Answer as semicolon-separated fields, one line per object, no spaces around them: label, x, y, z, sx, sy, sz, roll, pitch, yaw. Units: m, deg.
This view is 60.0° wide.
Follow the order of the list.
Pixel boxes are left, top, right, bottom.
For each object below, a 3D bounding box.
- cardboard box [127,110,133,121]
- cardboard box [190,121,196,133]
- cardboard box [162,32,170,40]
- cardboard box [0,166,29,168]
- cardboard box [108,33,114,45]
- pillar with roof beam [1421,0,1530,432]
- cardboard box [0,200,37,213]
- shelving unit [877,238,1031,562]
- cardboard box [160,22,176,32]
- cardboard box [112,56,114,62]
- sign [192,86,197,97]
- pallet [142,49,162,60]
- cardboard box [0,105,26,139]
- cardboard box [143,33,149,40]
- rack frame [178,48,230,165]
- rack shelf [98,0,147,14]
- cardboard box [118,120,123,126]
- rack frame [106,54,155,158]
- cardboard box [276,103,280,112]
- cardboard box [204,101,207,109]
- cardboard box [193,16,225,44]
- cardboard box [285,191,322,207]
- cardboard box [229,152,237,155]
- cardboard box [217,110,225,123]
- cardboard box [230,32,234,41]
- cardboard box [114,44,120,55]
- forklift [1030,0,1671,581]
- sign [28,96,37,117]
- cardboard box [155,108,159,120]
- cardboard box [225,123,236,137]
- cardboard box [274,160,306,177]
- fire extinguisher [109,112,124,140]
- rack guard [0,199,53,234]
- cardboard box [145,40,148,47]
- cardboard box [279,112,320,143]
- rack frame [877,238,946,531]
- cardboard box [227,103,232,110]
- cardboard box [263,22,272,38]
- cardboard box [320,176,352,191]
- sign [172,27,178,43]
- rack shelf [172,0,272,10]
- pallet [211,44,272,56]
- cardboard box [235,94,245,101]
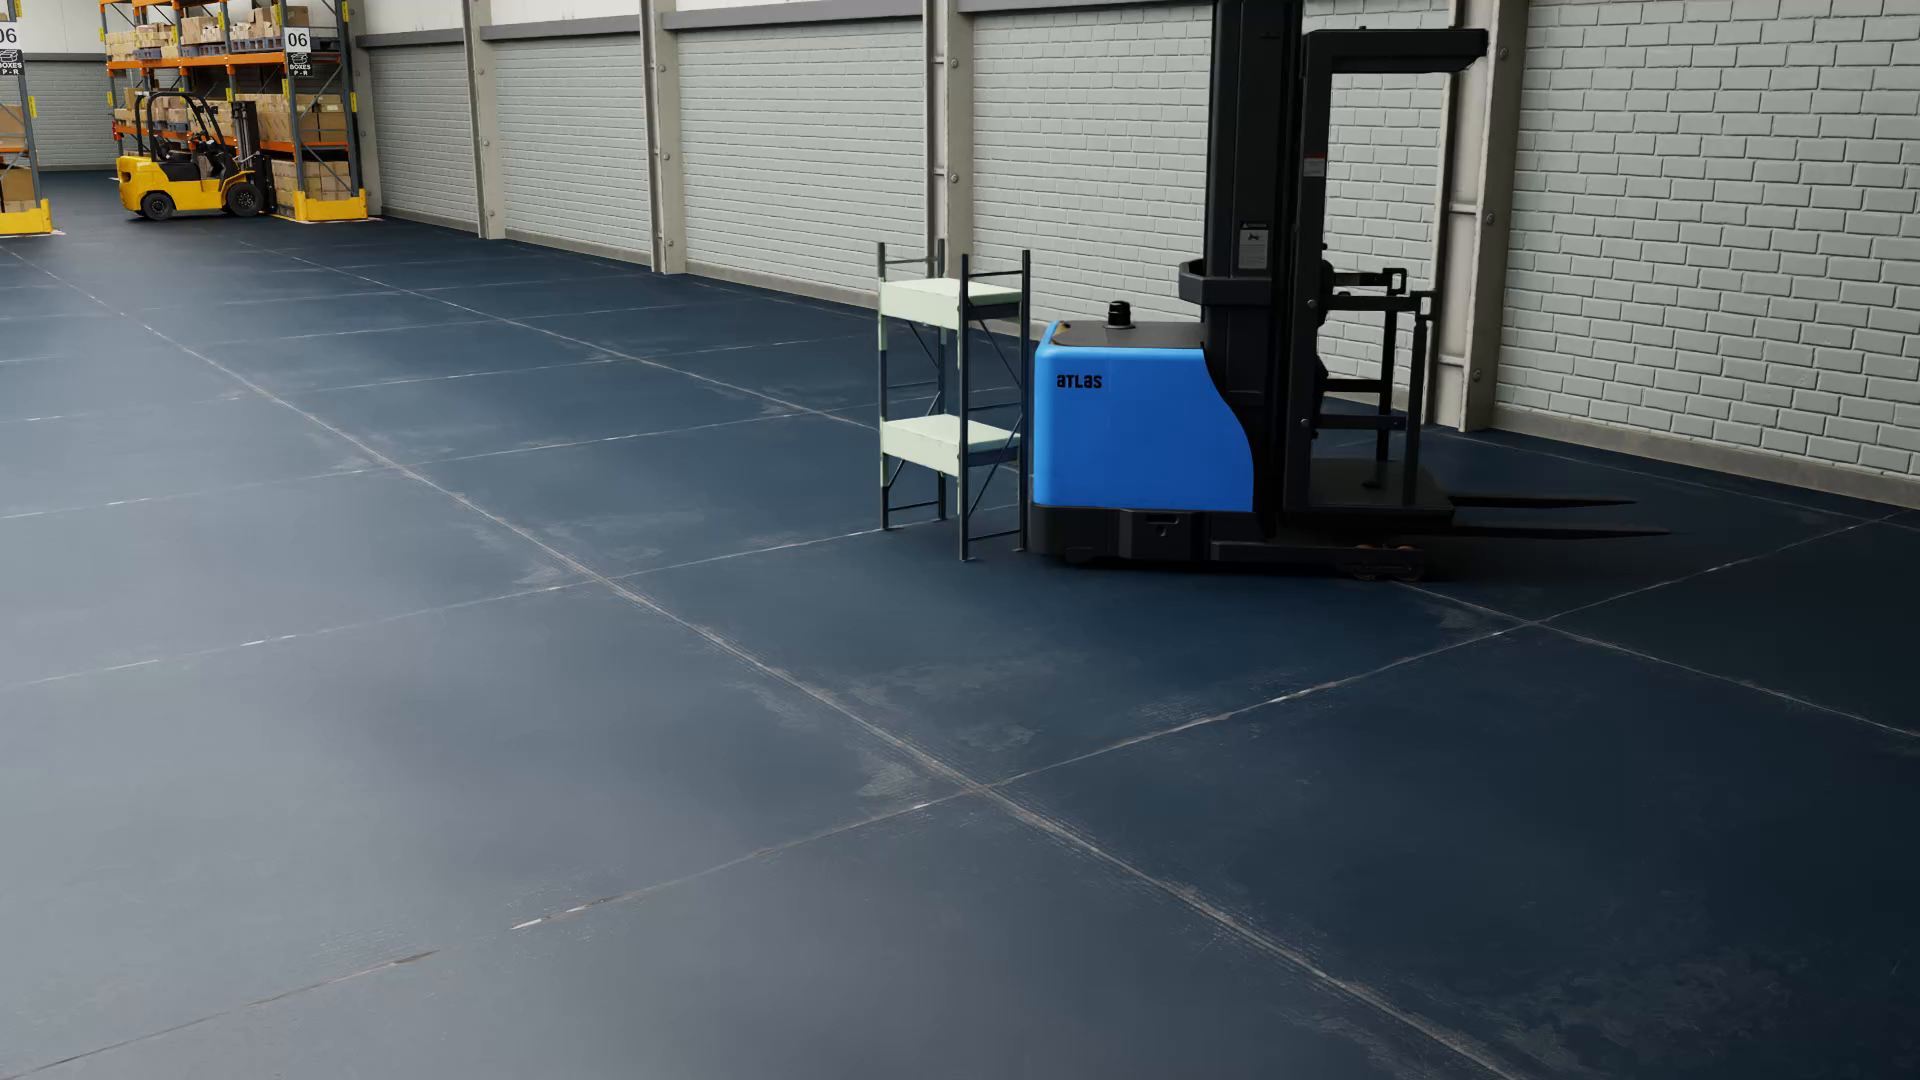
cardboard box;-19.456;-10.105;39.534;0.500;0.250;0.500;-11;19;-36
cardboard box;-15.653;-8.580;34.528;0.500;0.250;0.500;-11;19;-34
cardboard box;-16.770;-10.747;35.442;0.380;0.149;0.250;-11;19;-36
cardboard box;-15.601;-5.875;27.352;0.500;0.500;0.500;-12;19;-37
cardboard box;-20.078;-12.007;39.857;0.500;0.250;0.500;-11;19;-35
pillar with roof beam;-0.063;-4.466;7.848;9.100;9.000;0.400;-11;19;-35
cardboard box;-15.276;-5.397;27.027;0.500;0.250;0.500;-11;19;-35
shelving unit;-0.039;-0.725;8.384;0.431;1.500;0.755;-10;18;-33
cardboard box;-17.650;-11.453;37.201;0.396;0.266;0.258;-11;19;-35
cardboard box;-20.420;-11.715;40.491;0.380;0.149;0.250;-10;18;-33
sign;-17.621;-10.285;38.278;0.100;0.325;0.005;-11;19;-35
pallet;-17.129;-10.624;36.386;1.213;0.211;1.003;-11;19;-35
cardboard box;-15.079;-6.642;26.408;0.500;0.500;0.500;-11;19;-35
cardboard box;-17.745;-11.070;36.585;0.380;0.149;0.250;-11;19;-35
rack frame;-15.716;-8.785;34.993;1.000;3.000;0.127;-11;19;-35
rack shelf;-19.244;-12.612;38.977;1.077;0.370;4.000;-11;19;-35
cardboard box;-20.448;-10.260;40.855;0.380;0.149;0.250;-11;19;-35
rack frame;-20.420;-10.494;41.234;1.000;3.000;0.127;-11;19;-35
cardboard box;-11.857;-7.638;29.383;0.380;0.149;0.250;-11;19;-35
cardboard box;-14.999;-8.759;33.477;0.380;0.149;0.250;-10;18;-33
cardboard box;-14.889;-10.121;33.017;0.500;0.500;0.500;-10;18;-33
cardboard box;-11.544;-6.005;29.246;0.500;0.250;0.500;-11;19;-34
cardboard box;-15.770;-8.255;35.765;0.380;0.149;0.250;-10;18;-32
cardboard box;-14.168;-8.274;32.461;0.500;0.250;0.500;-11;19;-36
cardboard box;-13.346;-9.365;30.918;0.380;0.149;0.250;-10;18;-33
cardboard box;-19.774;-11.658;39.526;0.500;0.250;0.500;-12;19;-36
forklift;1.898;-1.367;8.020;3.031;2.935;1.130;2;15;7
sign;-14.586;-6.808;26.127;0.100;0.325;0.005;-11;19;-35
cardboard box;-17.561;-9.421;36.774;0.396;0.266;0.258;-10;18;-32
cardboard box;-13.872;-7.926;32.137;0.500;0.250;0.500;-10;18;-33
cardboard box;-11.840;-6.594;29.504;0.500;0.250;0.500;-10;18;-34
fire extinguisher;-20.880;-10.236;41.146;0.296;0.674;0.183;-11;19;-35
rack guard;-15.070;-5.116;26.323;1.175;0.500;0.348;-11;19;-35
cardboard box;-17.611;-10.873;36.428;0.380;0.149;0.250;-11;19;-35
cardboard box;-11.514;-7.190;28.973;0.500;0.500;0.500;-11;19;-36
rack frame;-0.248;-0.804;8.674;0.400;1.500;0.023;-10;18;-33
cardboard box;-13.911;-8.383;32.105;0.380;0.149;0.250;-11;19;-35
cardboard box;-11.894;-8.894;28.976;0.396;0.266;0.258;-11;19;-34
cardboard box;-11.121;-6.327;29.477;0.500;0.250;0.500;-10;18;-34
sign;-16.156;-10.398;34.222;0.100;0.325;0.005;-11;19;-35
rack shelf;-14.540;-10.712;32.788;1.077;0.370;4.000;-11;19;-35
pallet;-13.893;-9.472;32.182;0.805;0.209;1.217;-12;19;-37
cardboard box;-13.417;-8.322;31.317;0.380;0.149;0.250;-10;18;-33
